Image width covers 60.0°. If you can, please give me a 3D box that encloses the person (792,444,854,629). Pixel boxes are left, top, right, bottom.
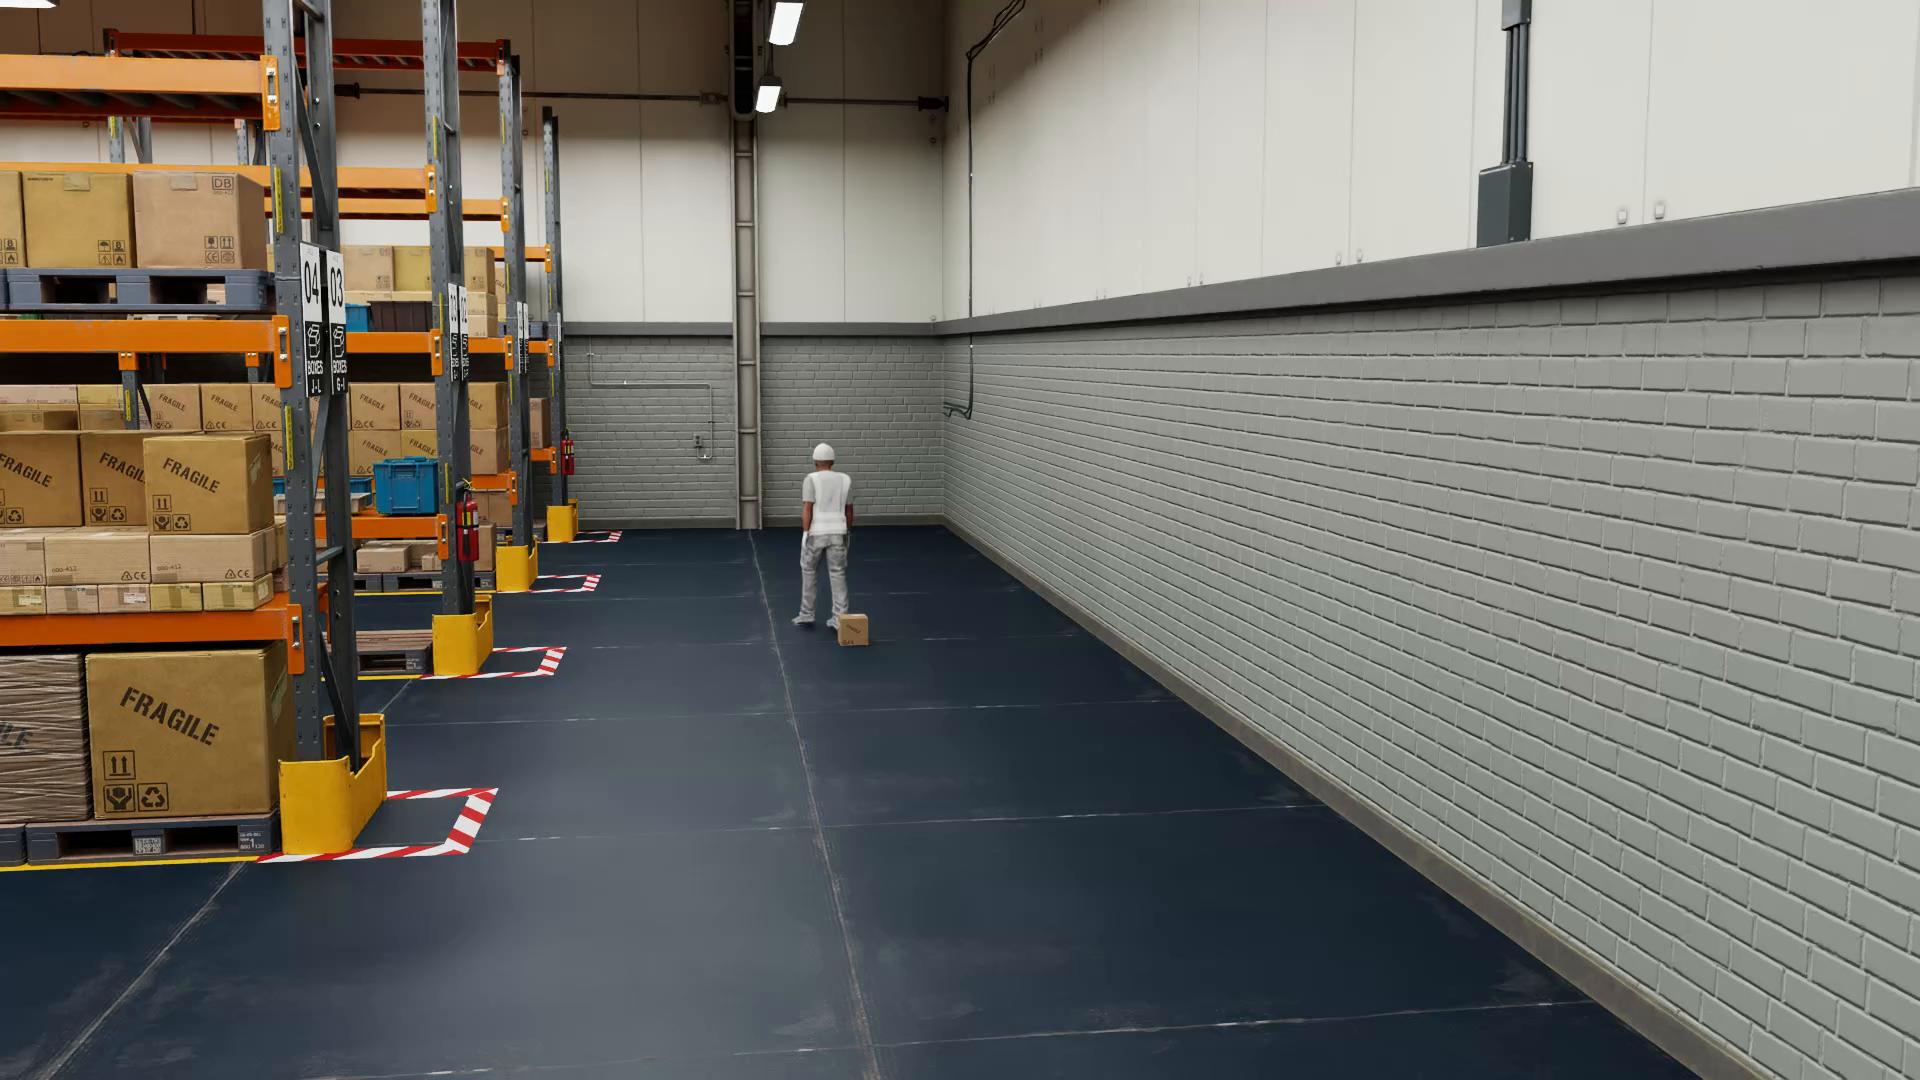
[{"bbox_3d":[-1.297,-0.039,15.975,0.592,1.770,0.819,-3,7,-24],"label":"person"}]
